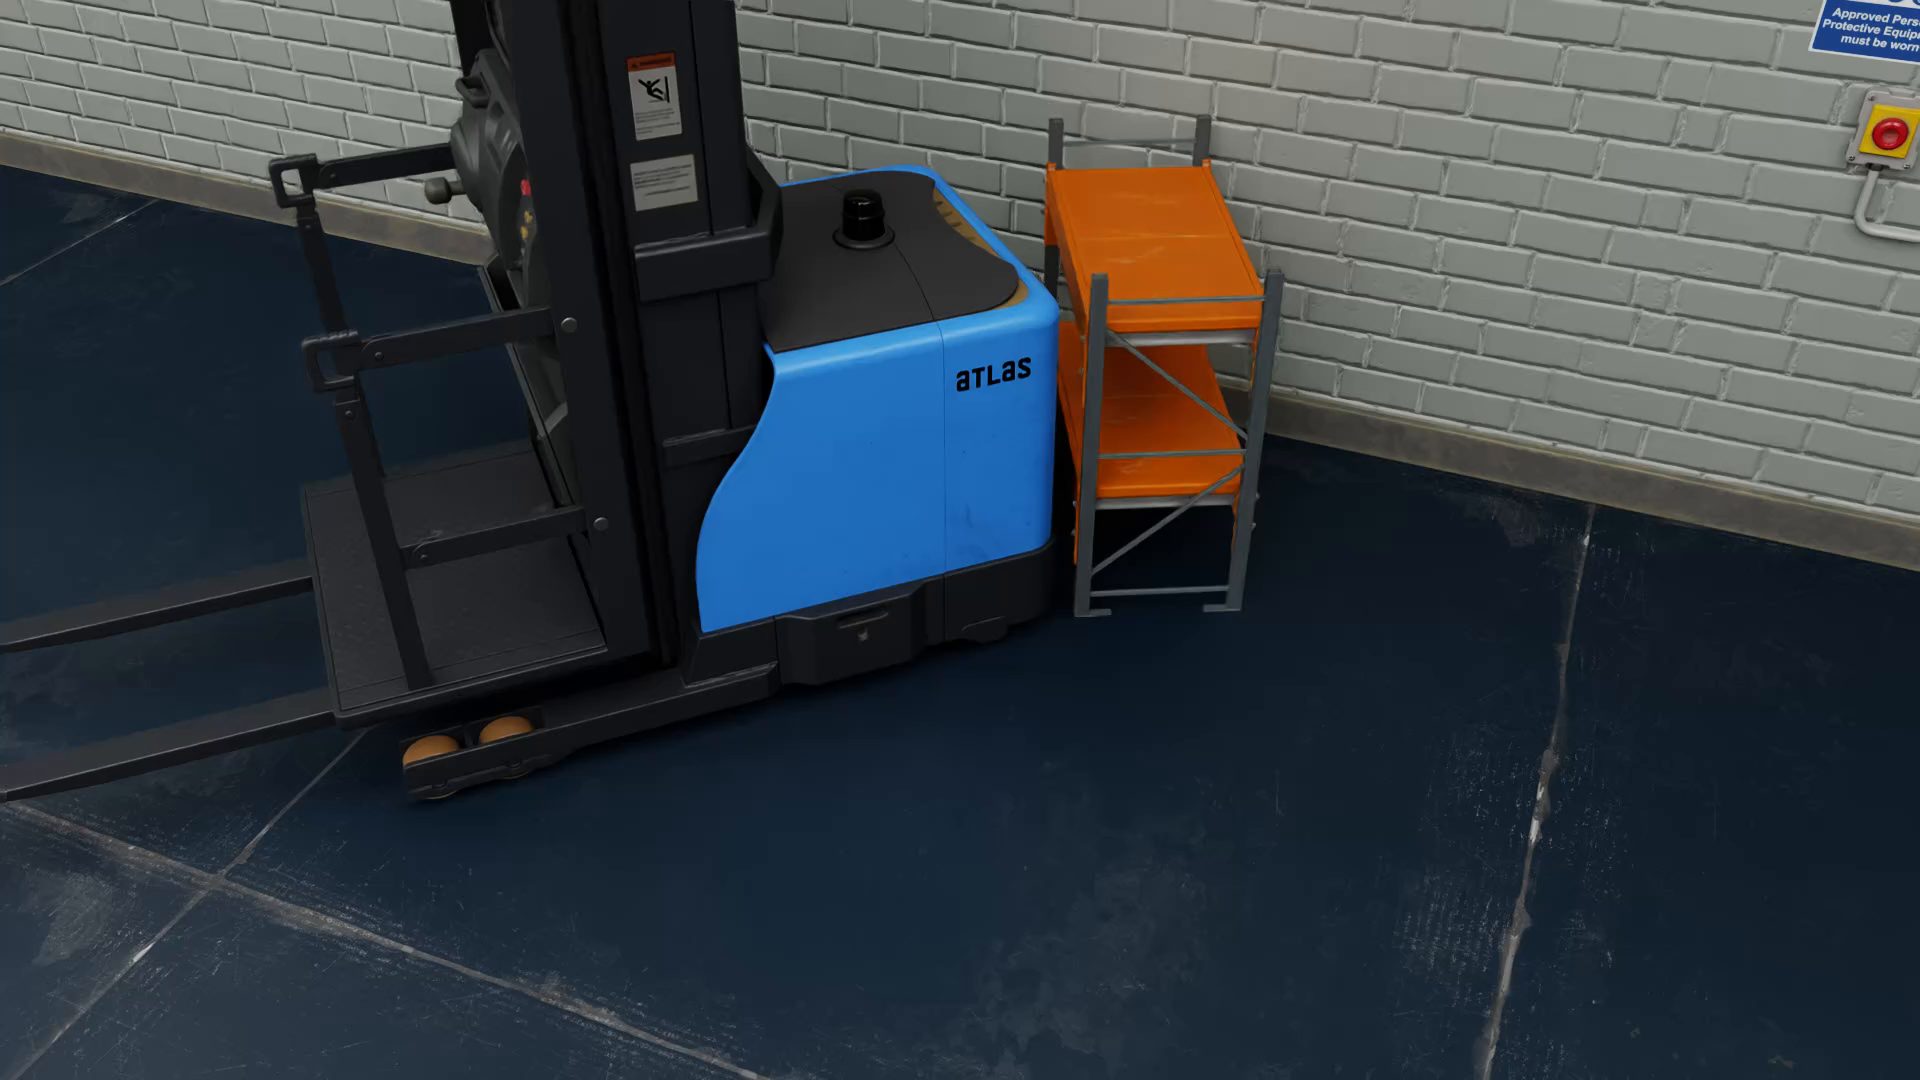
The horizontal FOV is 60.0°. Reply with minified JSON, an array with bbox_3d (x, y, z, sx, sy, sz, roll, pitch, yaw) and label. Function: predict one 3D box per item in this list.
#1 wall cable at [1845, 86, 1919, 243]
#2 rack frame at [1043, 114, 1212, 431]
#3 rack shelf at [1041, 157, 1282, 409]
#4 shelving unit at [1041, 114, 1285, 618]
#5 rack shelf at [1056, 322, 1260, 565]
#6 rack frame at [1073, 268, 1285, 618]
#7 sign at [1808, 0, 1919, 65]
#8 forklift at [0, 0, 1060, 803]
[{"bbox_3d":[2.443,-1.627,4.046,0.585,1.953,0.123,14,39,18],"label":"wall cable"},{"bbox_3d":[0.524,-0.845,5.440,0.500,1.125,0.032,-2,37,-3],"label":"rack frame"},{"bbox_3d":[0.556,-0.775,4.859,0.538,0.278,1.000,-2,37,-3],"label":"rack shelf"},{"bbox_3d":[0.556,-0.541,5.034,0.538,1.125,1.048,-2,37,-3],"label":"shelving unit"},{"bbox_3d":[0.556,-0.345,5.181,0.538,0.278,1.000,-2,37,-3],"label":"rack shelf"},{"bbox_3d":[0.589,-0.237,4.628,0.500,1.125,0.032,-2,37,-3],"label":"rack frame"},{"bbox_3d":[2.422,-1.360,4.339,0.327,0.218,0.001,14,39,18],"label":"sign"},{"bbox_3d":[-1.293,-0.858,3.949,3.031,2.935,1.130,-14,39,-18],"label":"forklift"}]
